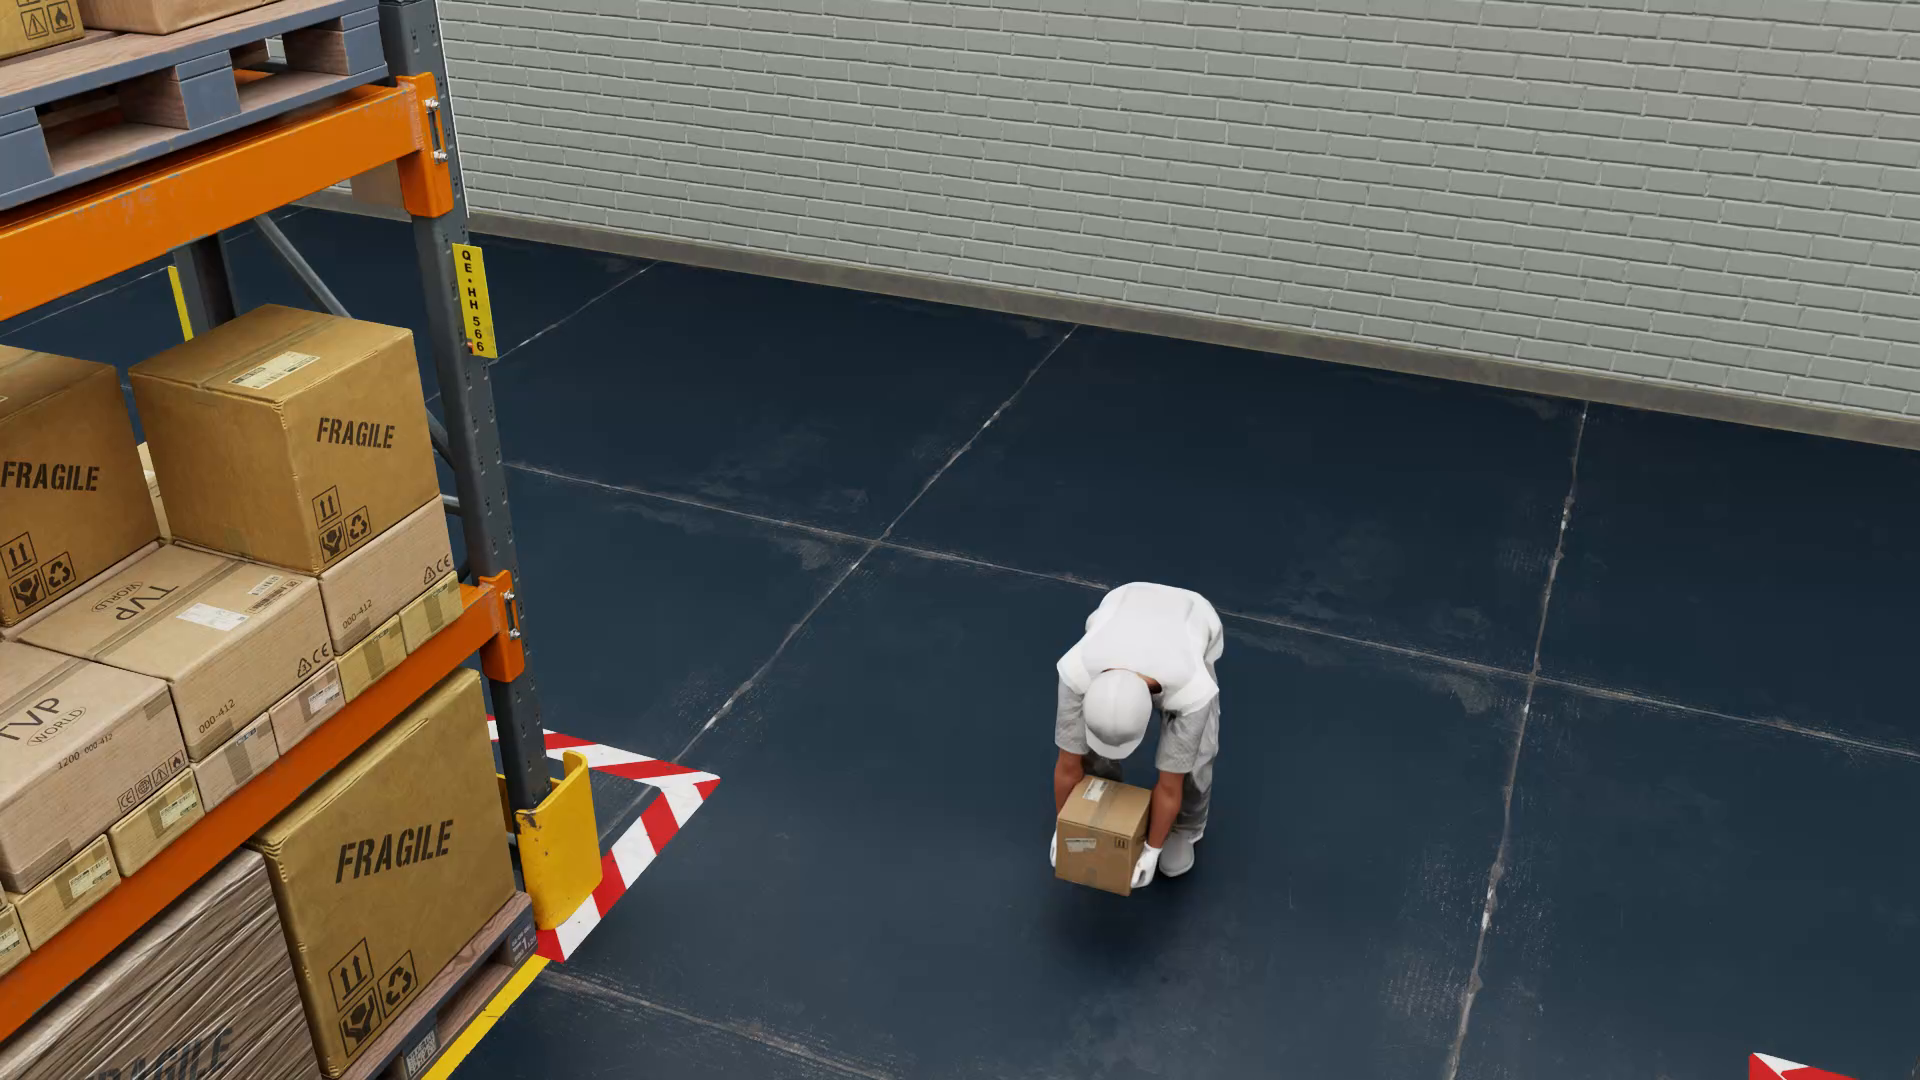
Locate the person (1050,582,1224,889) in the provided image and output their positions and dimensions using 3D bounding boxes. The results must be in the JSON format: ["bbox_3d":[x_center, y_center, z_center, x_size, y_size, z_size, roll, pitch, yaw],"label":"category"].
[{"bbox_3d":[0.601,0.707,5.563,0.521,1.083,0.978,10,31,17],"label":"person"}]
